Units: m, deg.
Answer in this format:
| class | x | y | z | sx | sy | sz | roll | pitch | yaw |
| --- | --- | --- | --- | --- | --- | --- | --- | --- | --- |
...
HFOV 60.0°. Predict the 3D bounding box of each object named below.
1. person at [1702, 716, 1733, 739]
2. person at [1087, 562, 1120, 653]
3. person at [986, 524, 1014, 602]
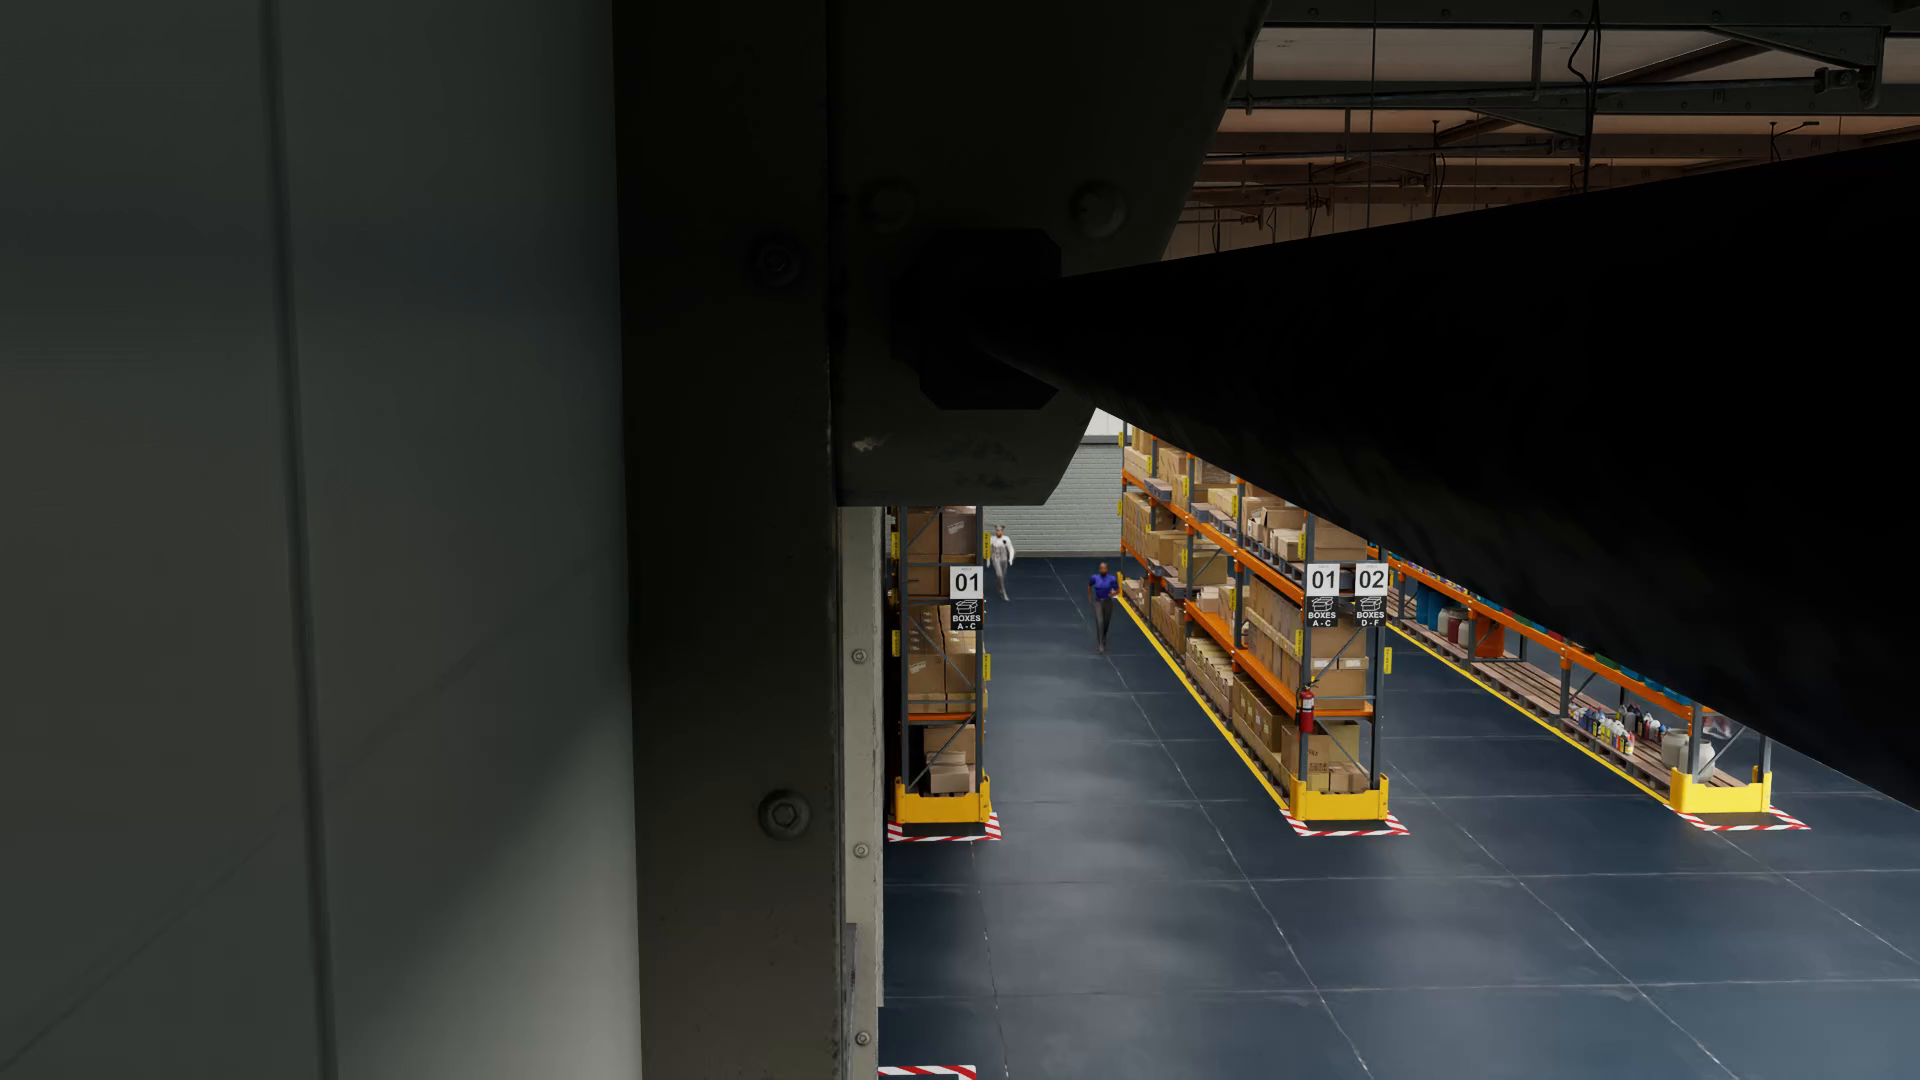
| class | x | y | z | sx | sy | sz | roll | pitch | yaw |
| --- | --- | --- | --- | --- | --- | --- | --- | --- | --- |
| person | 11.266 | 2.069 | 24.594 | 0.438 | 1.704 | 0.338 | 6 | 10 | 37 |
| person | 2.654 | 1.203 | 30.596 | 0.590 | 1.609 | 1.006 | 0 | 8 | -1 |
| person | 0.877 | 0.472 | 36.146 | 0.546 | 1.671 | 0.935 | -3 | 8 | -17 |
